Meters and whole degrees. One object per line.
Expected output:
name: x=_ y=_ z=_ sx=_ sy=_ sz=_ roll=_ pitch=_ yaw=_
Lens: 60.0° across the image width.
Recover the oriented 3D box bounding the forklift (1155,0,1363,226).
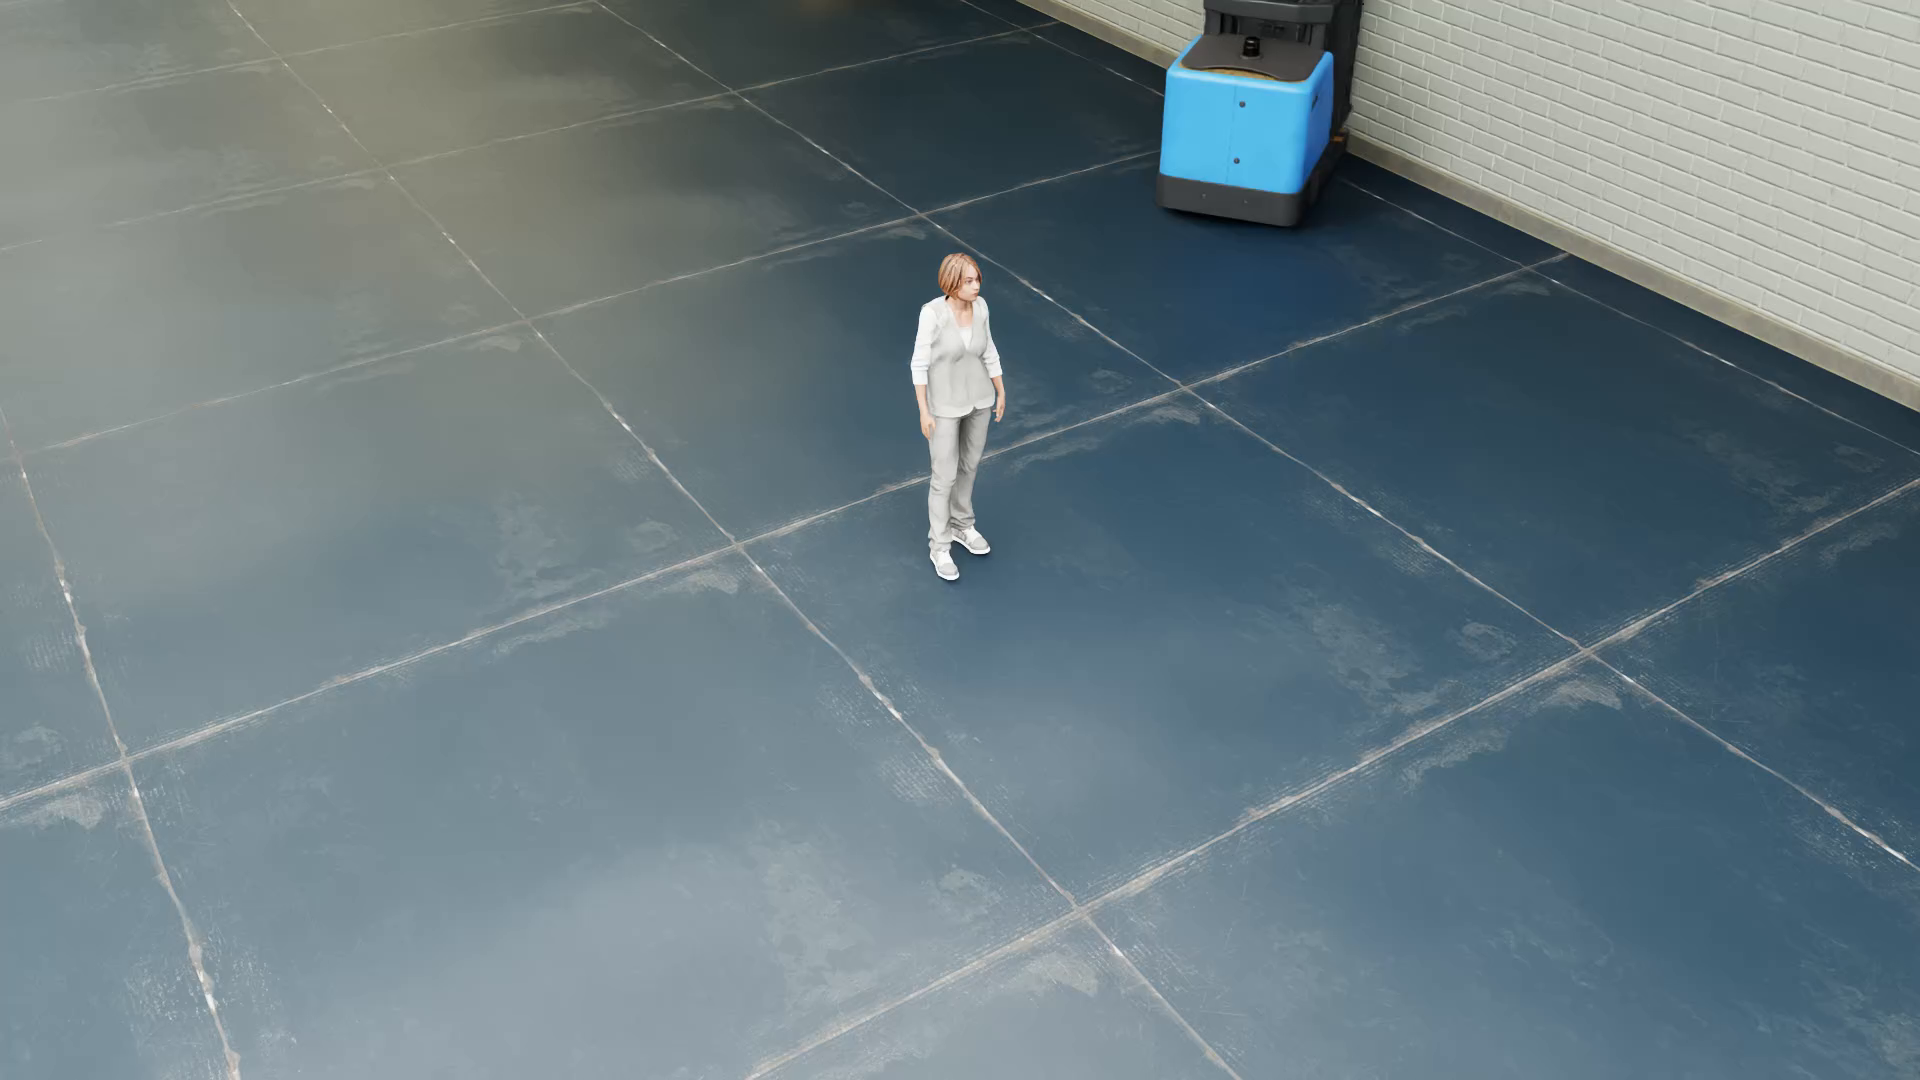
forklift: x=2.437 y=-4.251 z=12.198 sx=1.130 sy=2.935 sz=3.031 roll=13 pitch=37 yaw=18

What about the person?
person: x=0.028 y=-0.620 z=8.177 sx=0.520 sy=1.597 sz=0.475 roll=-21 pitch=40 yaw=-27
